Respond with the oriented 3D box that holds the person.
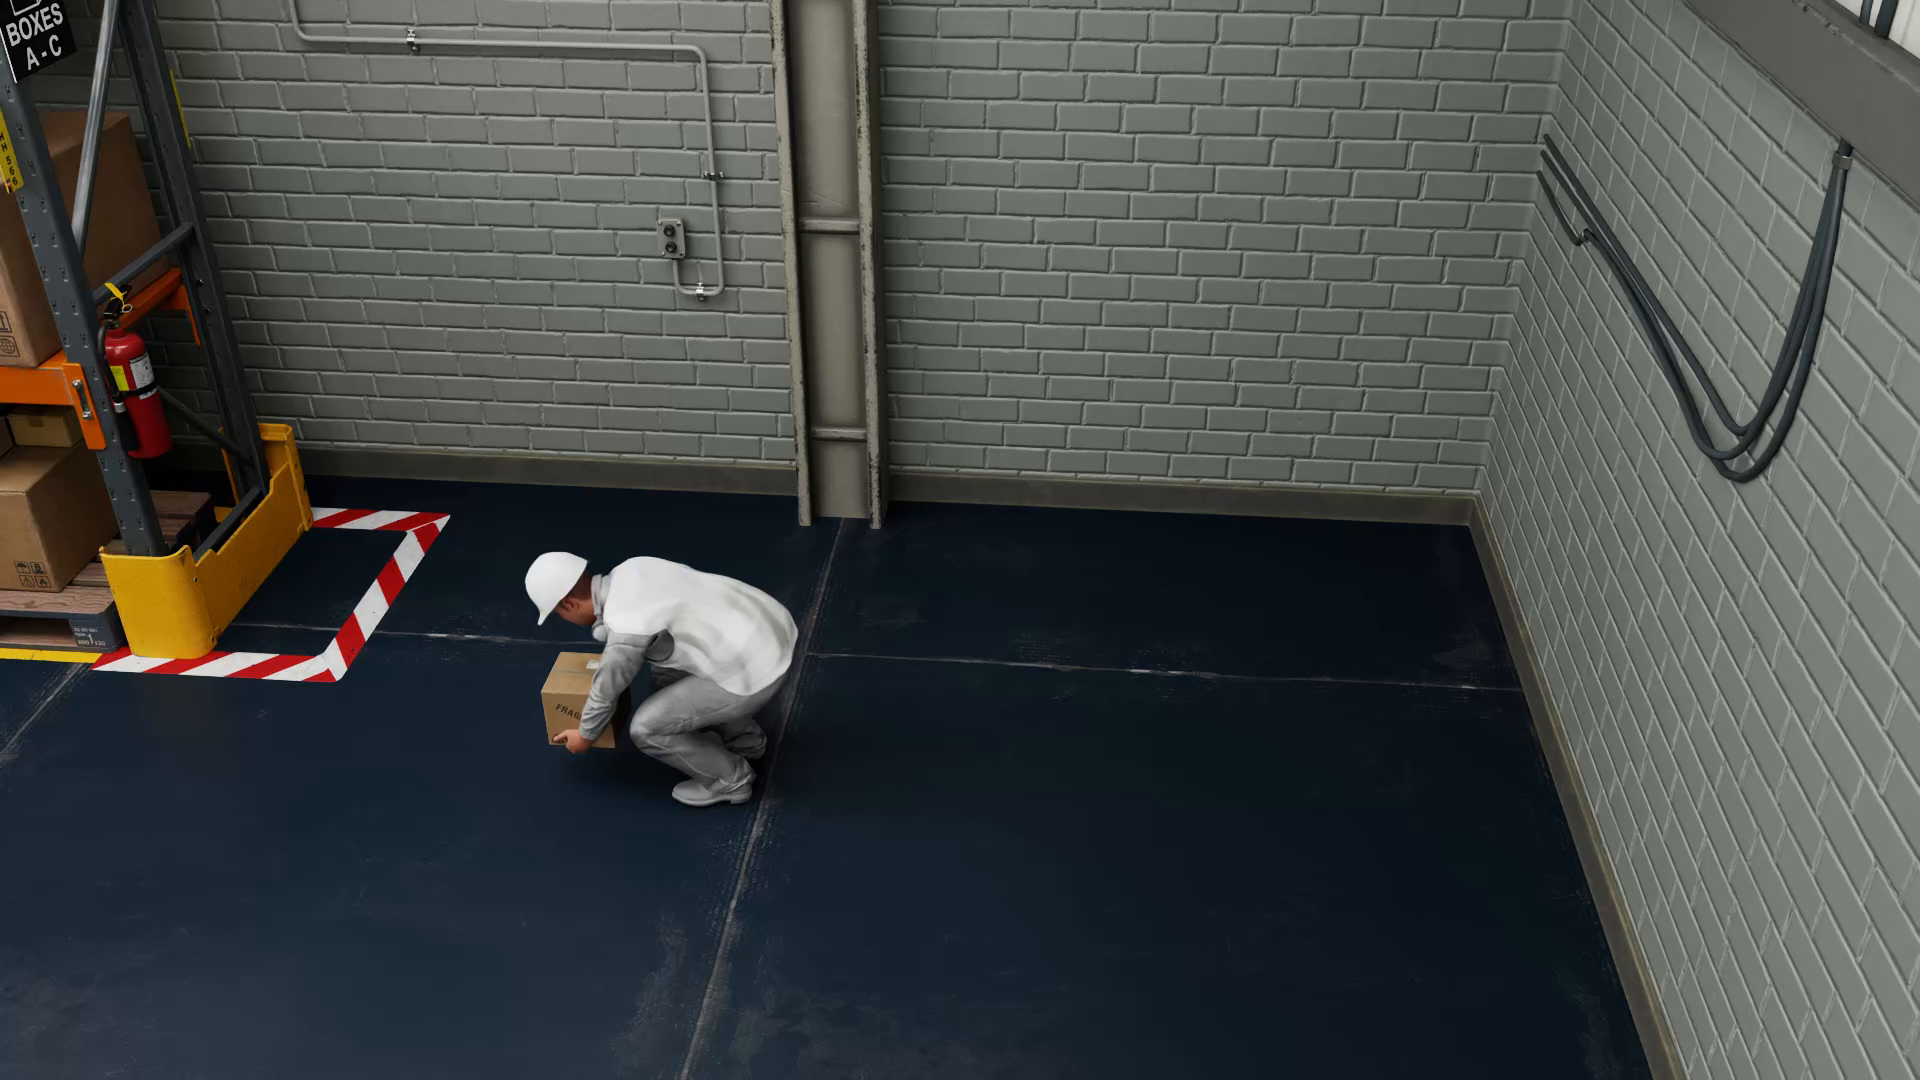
[{"bbox_3d":[-1.065,0.471,6.098,0.935,0.994,0.508,2,32,3],"label":"person"}]
